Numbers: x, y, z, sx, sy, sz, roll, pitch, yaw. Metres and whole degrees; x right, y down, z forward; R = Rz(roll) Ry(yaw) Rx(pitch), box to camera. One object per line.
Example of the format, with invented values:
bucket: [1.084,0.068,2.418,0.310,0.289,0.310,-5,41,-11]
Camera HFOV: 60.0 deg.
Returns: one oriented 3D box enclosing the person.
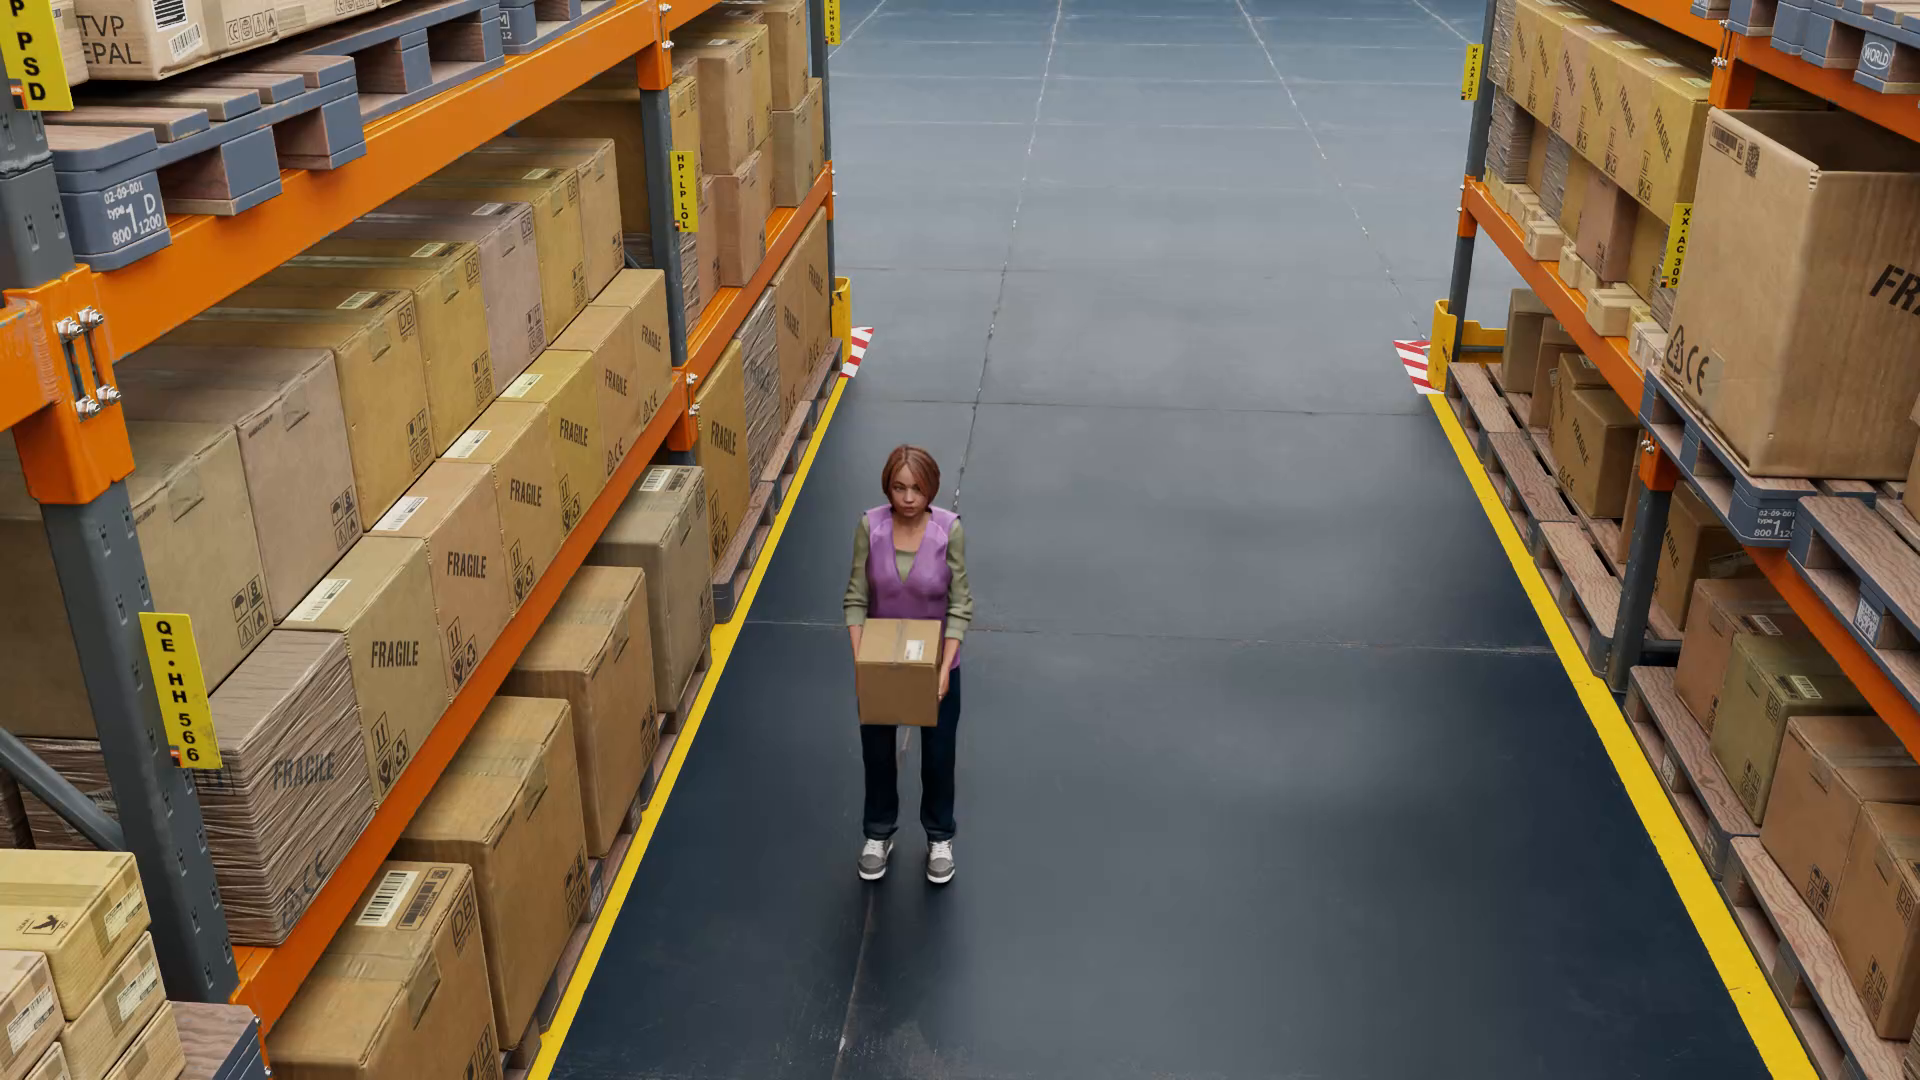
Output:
person: [-0.176,0.465,5.625,0.438,1.585,0.471,2,25,4]
